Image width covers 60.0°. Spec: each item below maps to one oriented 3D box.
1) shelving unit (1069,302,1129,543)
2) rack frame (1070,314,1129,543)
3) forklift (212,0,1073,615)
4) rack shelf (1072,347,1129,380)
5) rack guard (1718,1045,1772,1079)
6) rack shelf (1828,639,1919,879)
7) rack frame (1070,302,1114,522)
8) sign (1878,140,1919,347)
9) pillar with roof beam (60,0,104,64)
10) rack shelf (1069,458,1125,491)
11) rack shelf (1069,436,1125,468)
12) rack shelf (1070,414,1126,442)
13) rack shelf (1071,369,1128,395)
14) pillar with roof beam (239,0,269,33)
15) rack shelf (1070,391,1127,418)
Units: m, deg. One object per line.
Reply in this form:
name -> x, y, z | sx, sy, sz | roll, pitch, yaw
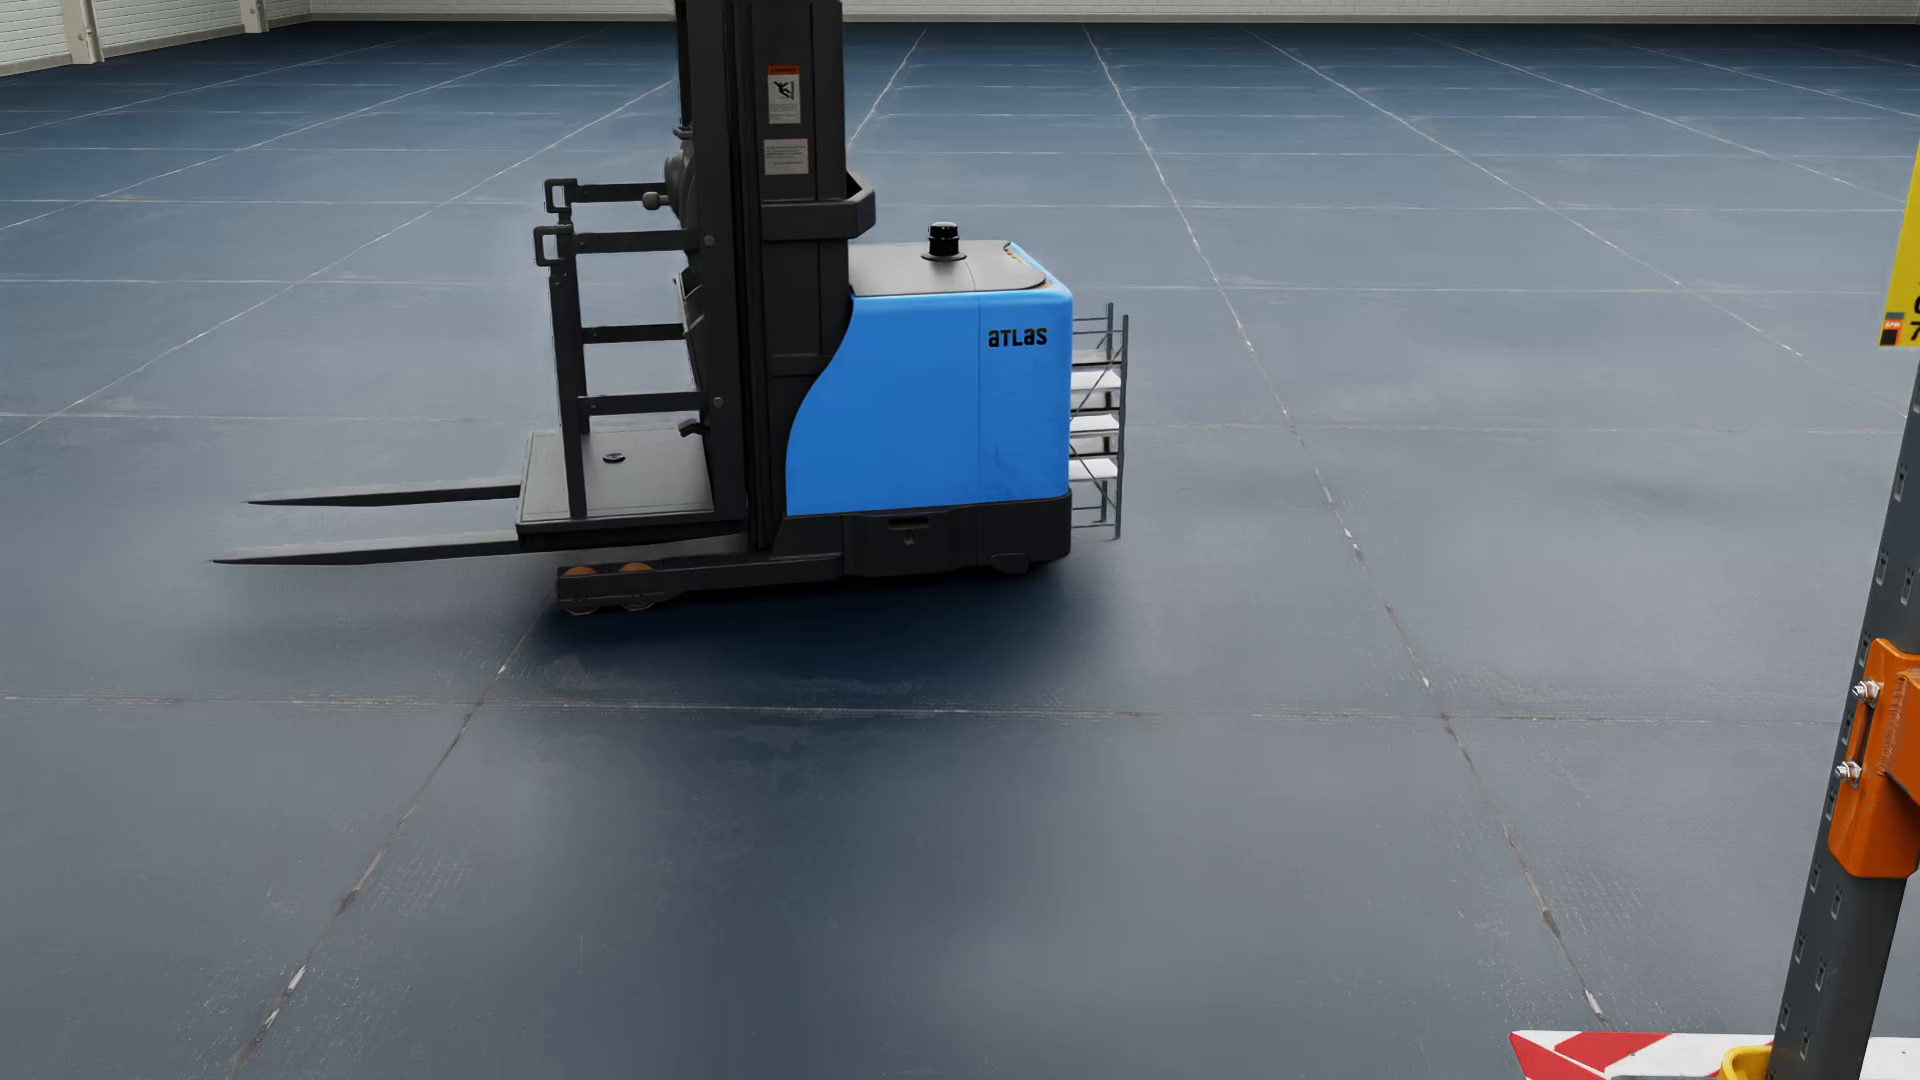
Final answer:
shelving unit -> 0.493, -0.451, 6.447 | 0.258, 0.900, 0.210 | -4, 22, -10
rack frame -> 0.512, -0.415, 6.354 | 0.240, 0.900, 0.006 | -4, 22, -10
forklift -> -1.155, -1.310, 5.854 | 3.031, 2.935, 1.130 | -4, 22, -10
rack shelf -> 0.493, -0.672, 6.361 | 0.258, 0.077, 0.200 | -4, 22, -10
rack guard -> 1.881, 1.179, 2.800 | 1.175, 0.500, 0.348 | 1, 21, 2
rack shelf -> 1.822, 1.044, 0.685 | 1.077, 0.370, 4.000 | 1, 21, 2
rack frame -> 0.473, -0.487, 6.540 | 0.240, 0.900, 0.006 | -4, 22, -10
sign -> 1.341, -0.424, 2.278 | 0.100, 0.325, 0.005 | 1, 21, 2
pillar with roof beam -> -8.873, -11.362, 23.371 | 9.100, 9.000, 0.400 | 1, 21, 2
rack shelf -> 0.492, -0.252, 6.524 | 0.258, 0.077, 0.200 | -4, 22, -10
rack shelf -> 0.492, -0.336, 6.491 | 0.258, 0.077, 0.200 | -4, 22, -10
rack shelf -> 0.493, -0.420, 6.459 | 0.258, 0.077, 0.200 | -4, 22, -10
rack shelf -> 0.493, -0.588, 6.394 | 0.258, 0.077, 0.200 | -4, 22, -10
pillar with roof beam -> -8.690, -13.531, 28.962 | 9.100, 9.000, 0.400 | 1, 21, 2
rack shelf -> 0.493, -0.504, 6.426 | 0.258, 0.077, 0.200 | -4, 22, -10
